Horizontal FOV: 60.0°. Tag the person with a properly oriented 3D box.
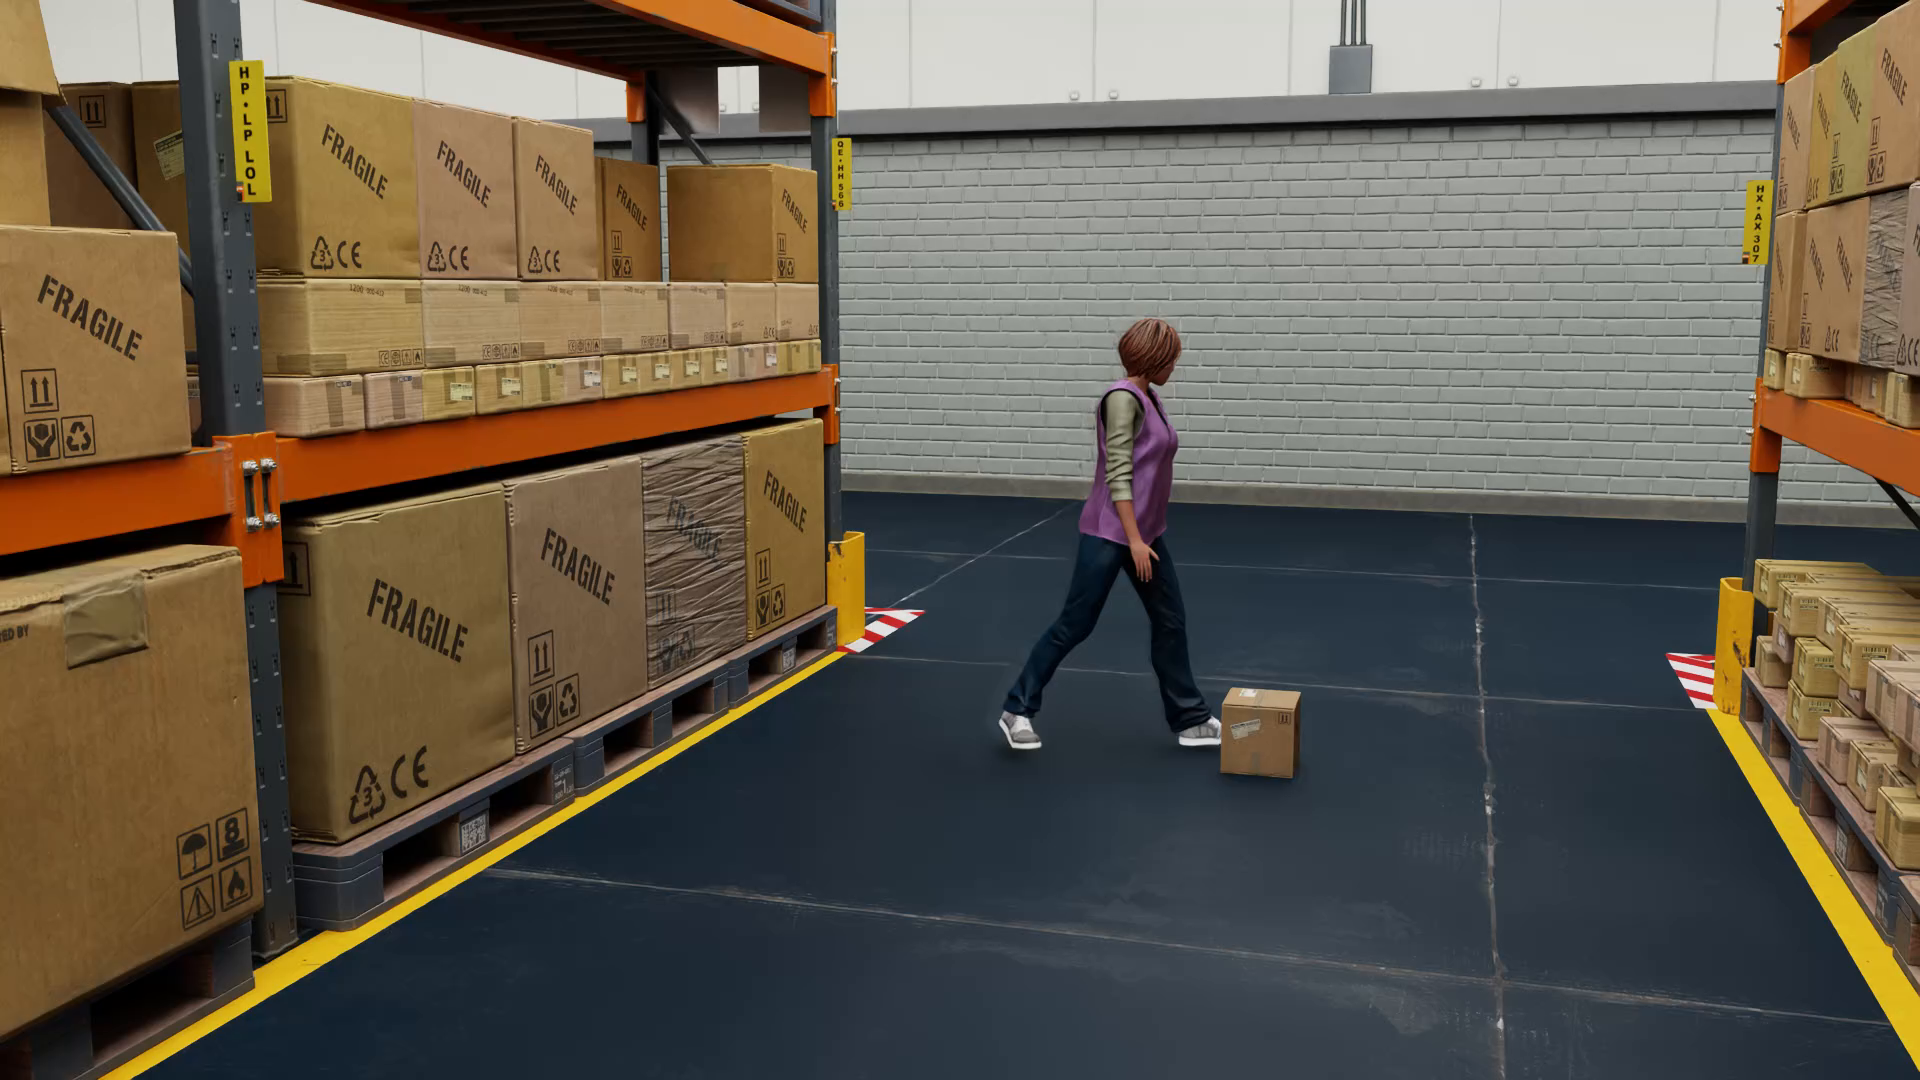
[{"bbox_3d":[0.579,-0.010,5.933,0.848,1.553,0.552,4,10,27],"label":"person"}]
